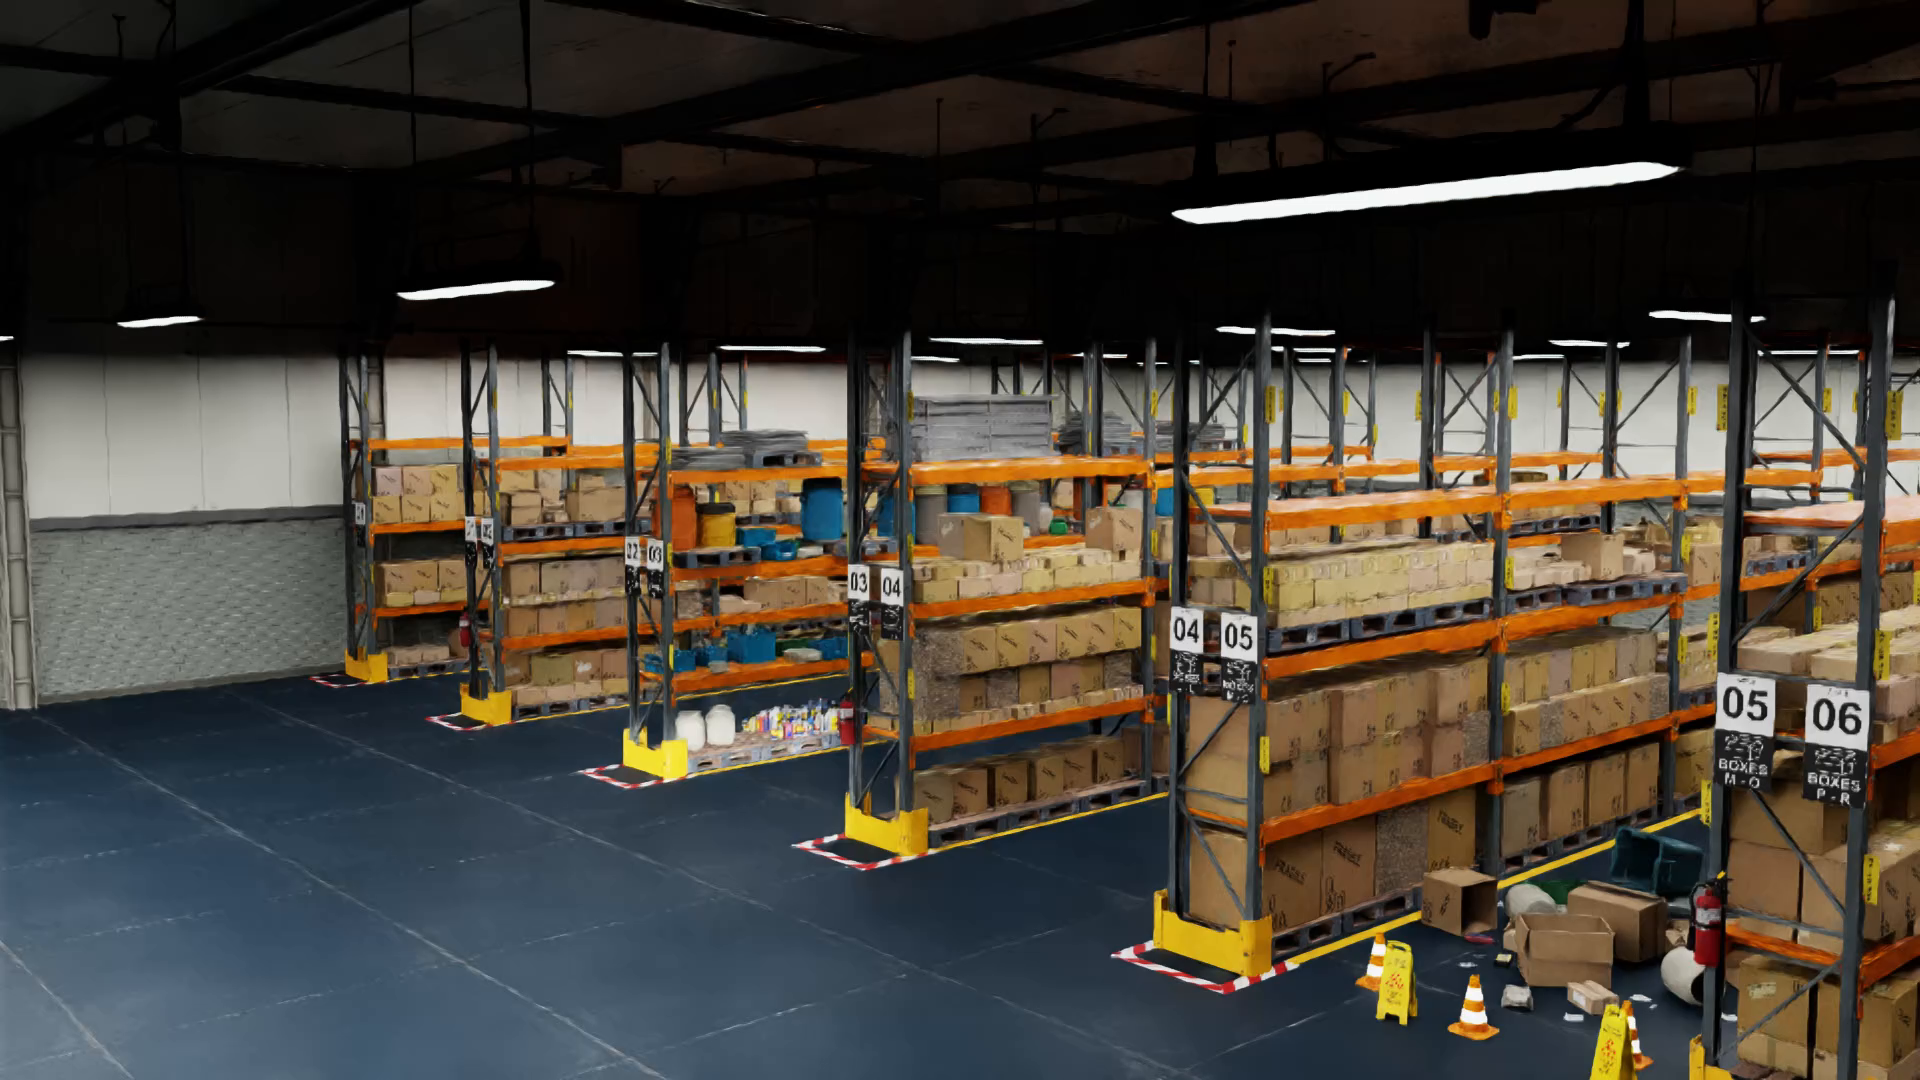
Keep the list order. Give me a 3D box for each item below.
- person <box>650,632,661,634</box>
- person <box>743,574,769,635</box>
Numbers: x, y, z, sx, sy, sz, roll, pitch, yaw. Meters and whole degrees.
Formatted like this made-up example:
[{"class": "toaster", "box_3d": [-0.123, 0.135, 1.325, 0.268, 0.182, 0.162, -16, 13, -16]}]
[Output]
[{"class": "person", "box_3d": [-5.488, 1.706, 30.135, 0.519, 1.541, 0.559, -5, 7, -44]}, {"class": "person", "box_3d": [-4.124, 1.330, 33.091, 1.186, 1.695, 0.599, -5, 7, -44]}]
